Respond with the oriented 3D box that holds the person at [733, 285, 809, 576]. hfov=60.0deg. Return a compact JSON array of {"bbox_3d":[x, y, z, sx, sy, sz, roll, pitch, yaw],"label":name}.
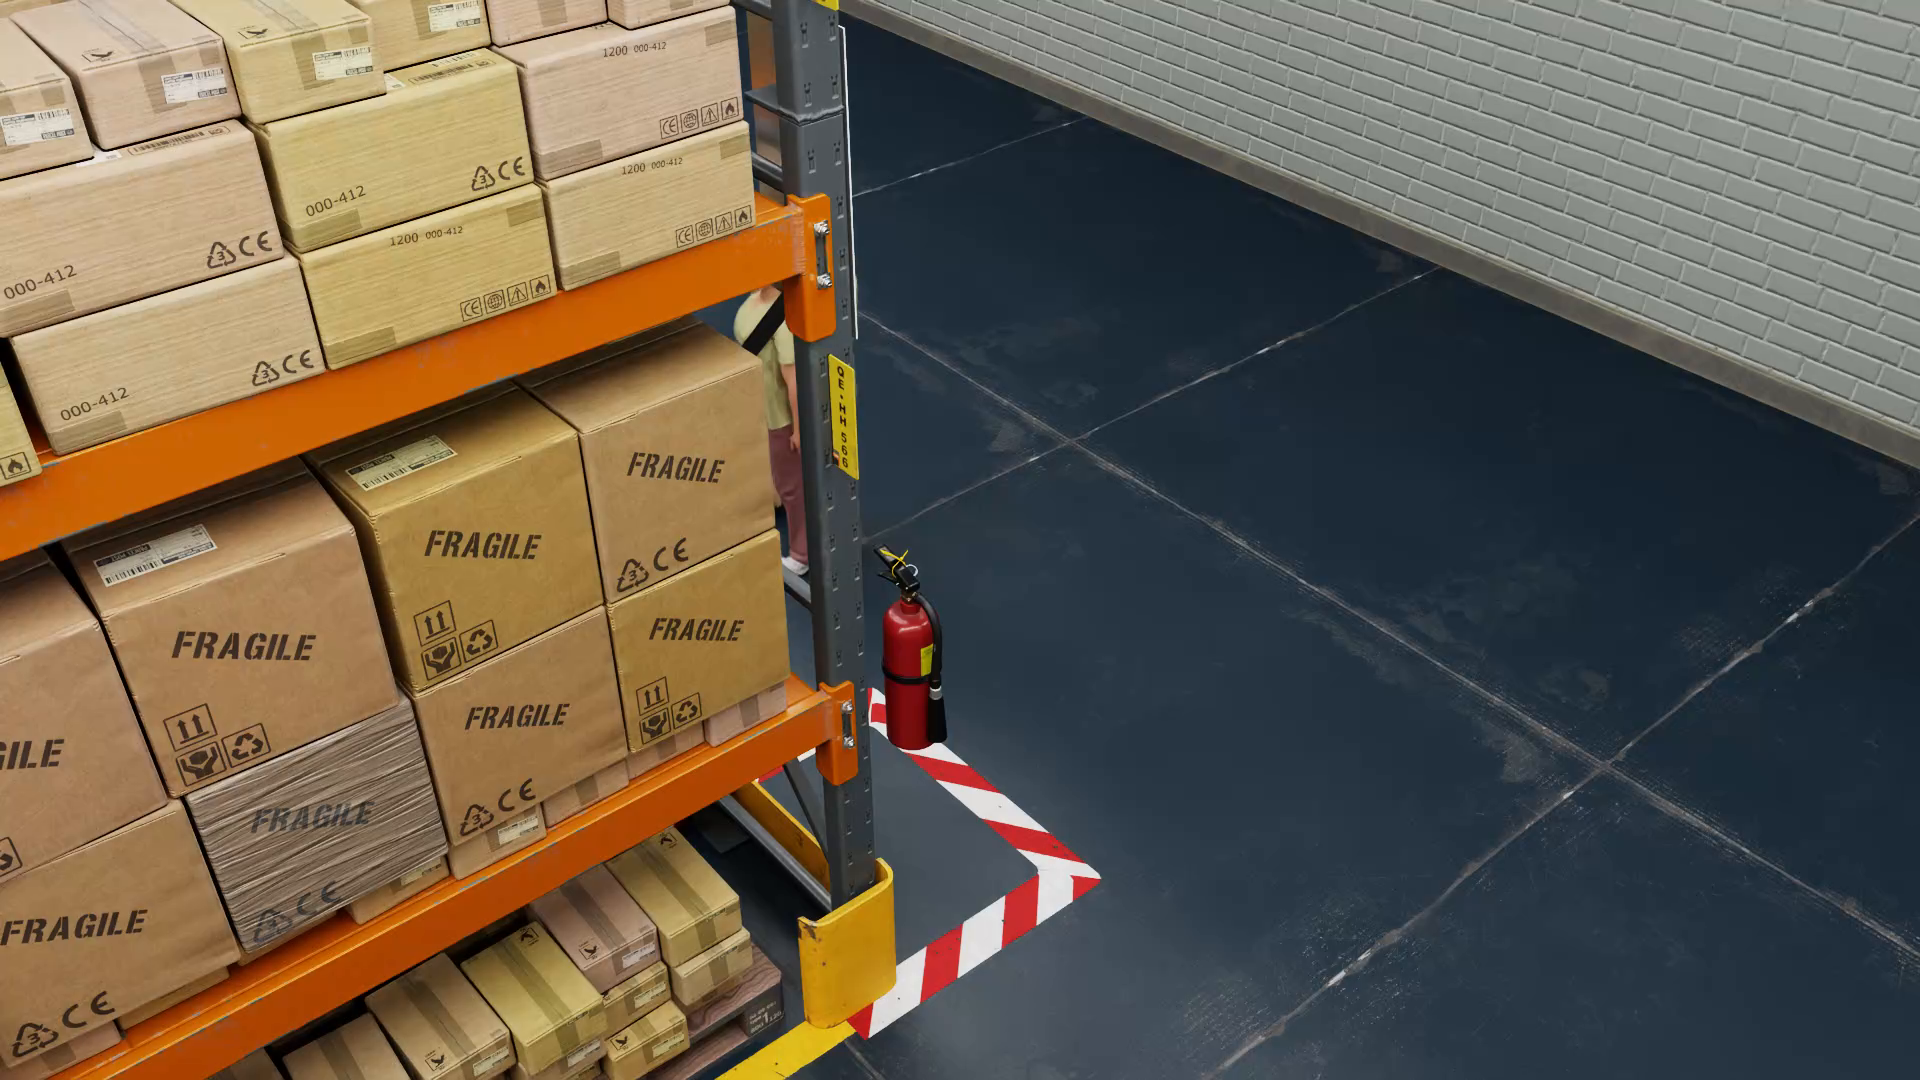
[{"bbox_3d":[-0.702,-0.583,6.920,0.434,1.667,0.626,-7,37,-9],"label":"person"}]
